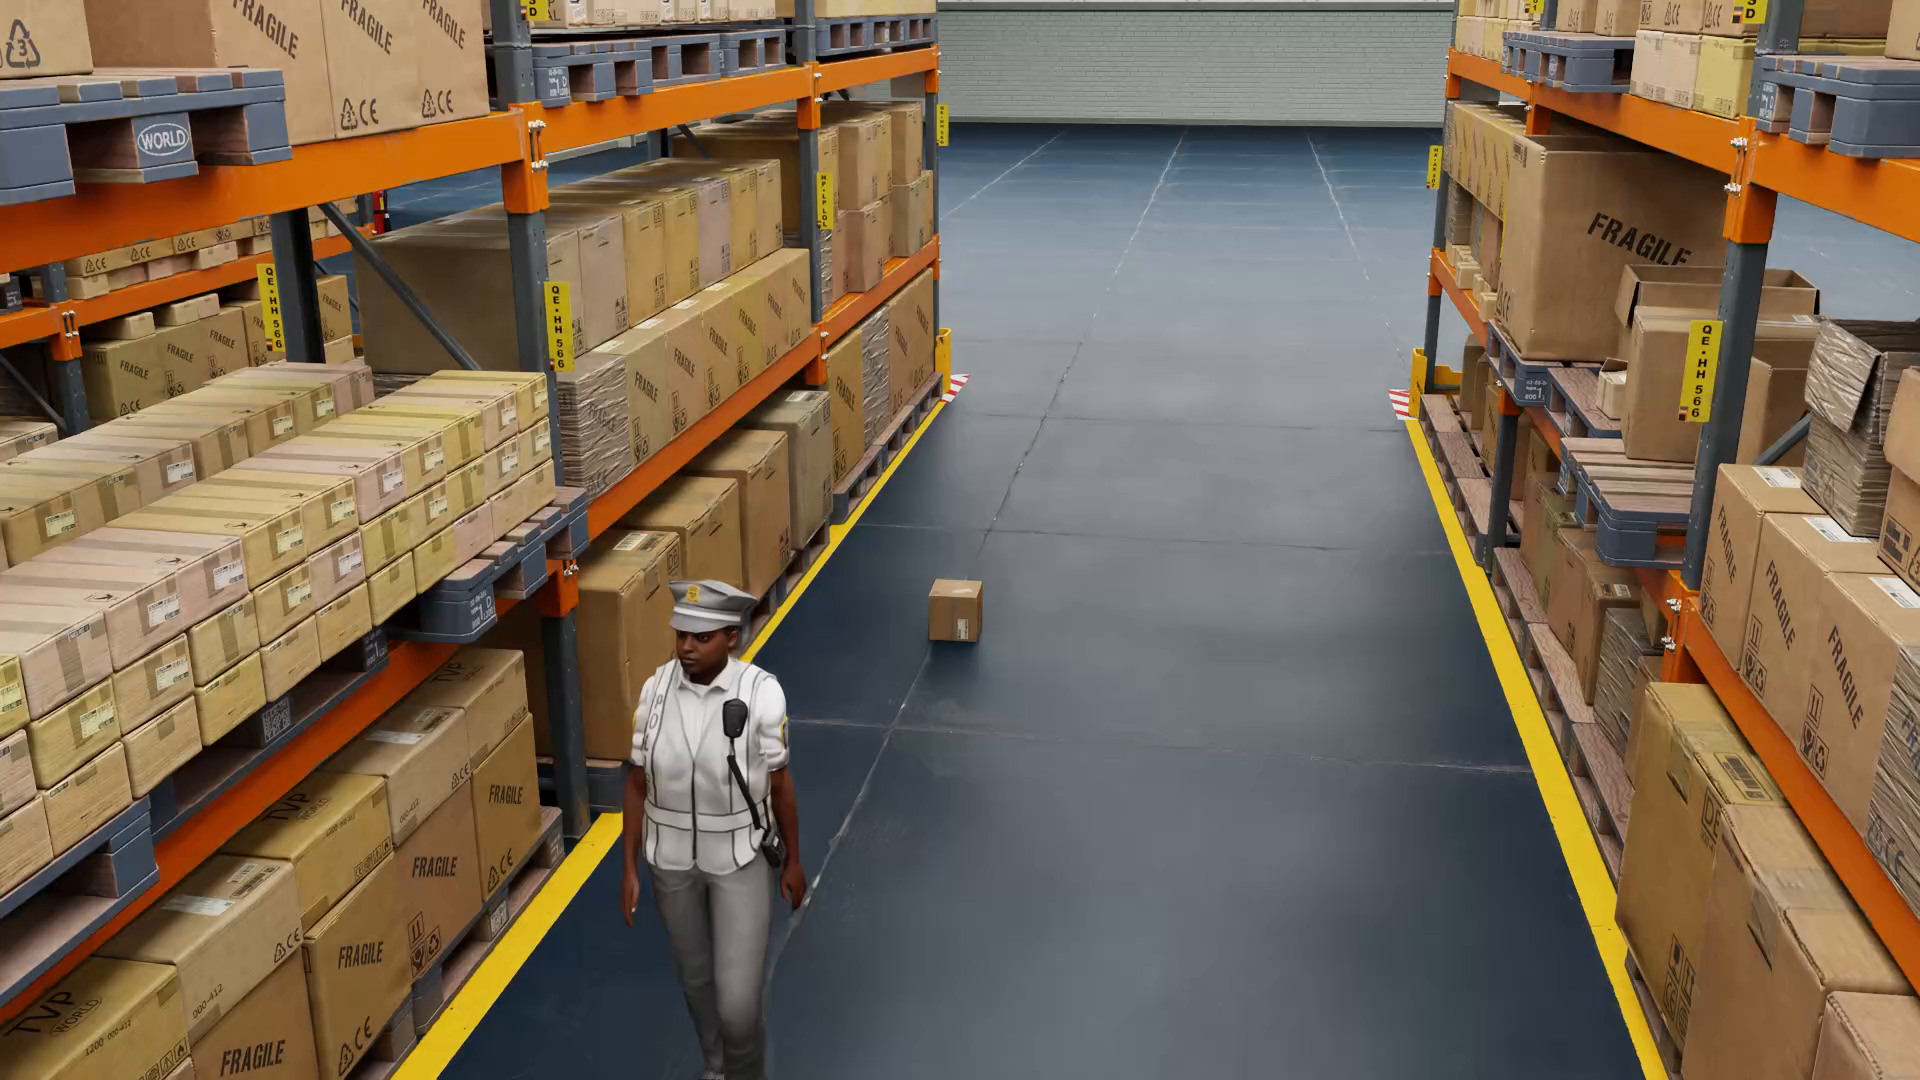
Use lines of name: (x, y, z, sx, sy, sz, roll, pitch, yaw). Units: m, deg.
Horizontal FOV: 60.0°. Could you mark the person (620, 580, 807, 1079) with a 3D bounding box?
person: (-0.702, 0.940, 4.661, 0.483, 1.752, 0.502, 3, 18, 10)
